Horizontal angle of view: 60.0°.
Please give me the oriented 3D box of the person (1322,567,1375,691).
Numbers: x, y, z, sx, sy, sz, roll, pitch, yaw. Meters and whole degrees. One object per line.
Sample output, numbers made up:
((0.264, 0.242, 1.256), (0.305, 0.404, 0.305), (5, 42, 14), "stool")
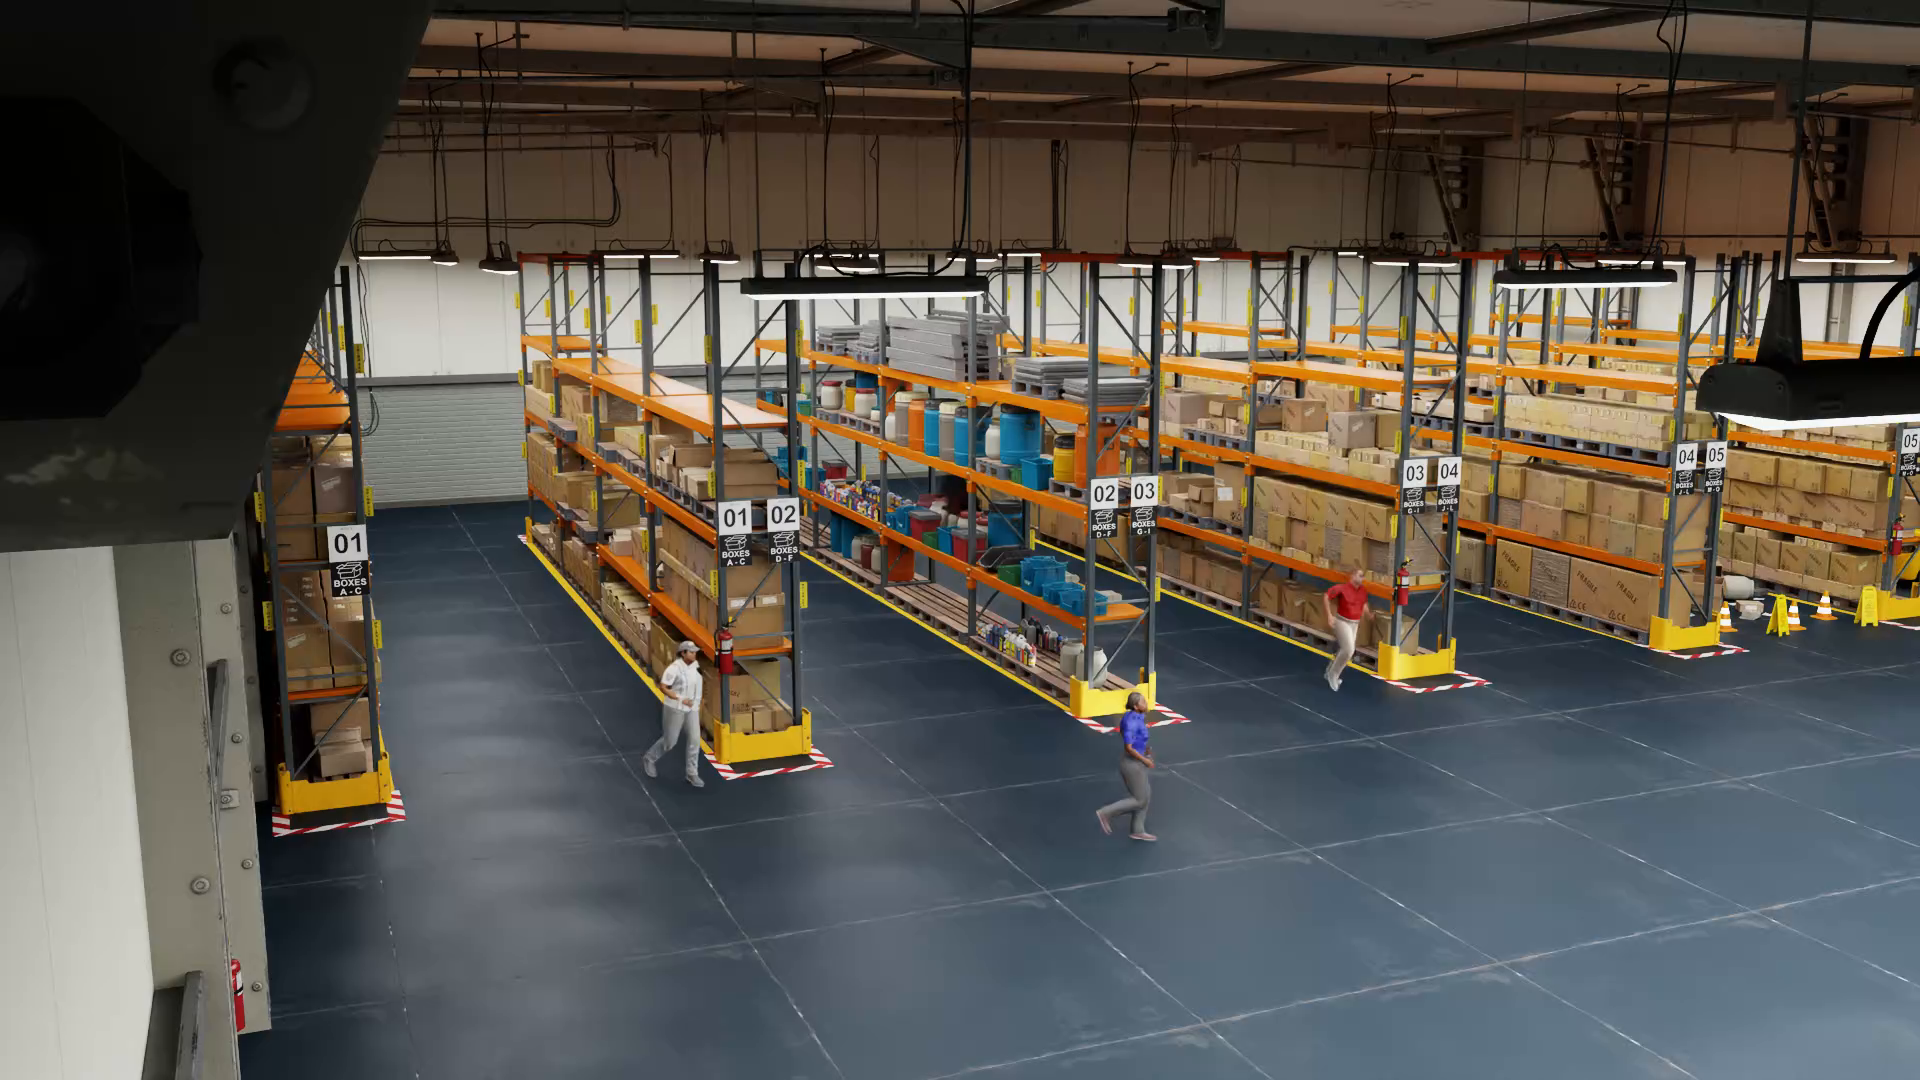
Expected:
((5.510, 1.253, 23.563), (0.701, 1.744, 0.744), (-8, 13, -37), "person")

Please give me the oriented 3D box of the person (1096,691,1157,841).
((1.762, 2.388, 17.566), (0.658, 1.638, 0.581), (0, 10, 1), "person")

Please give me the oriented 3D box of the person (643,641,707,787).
((-3.258, 2.000, 19.538), (0.854, 1.662, 0.676), (8, 13, 37), "person")
